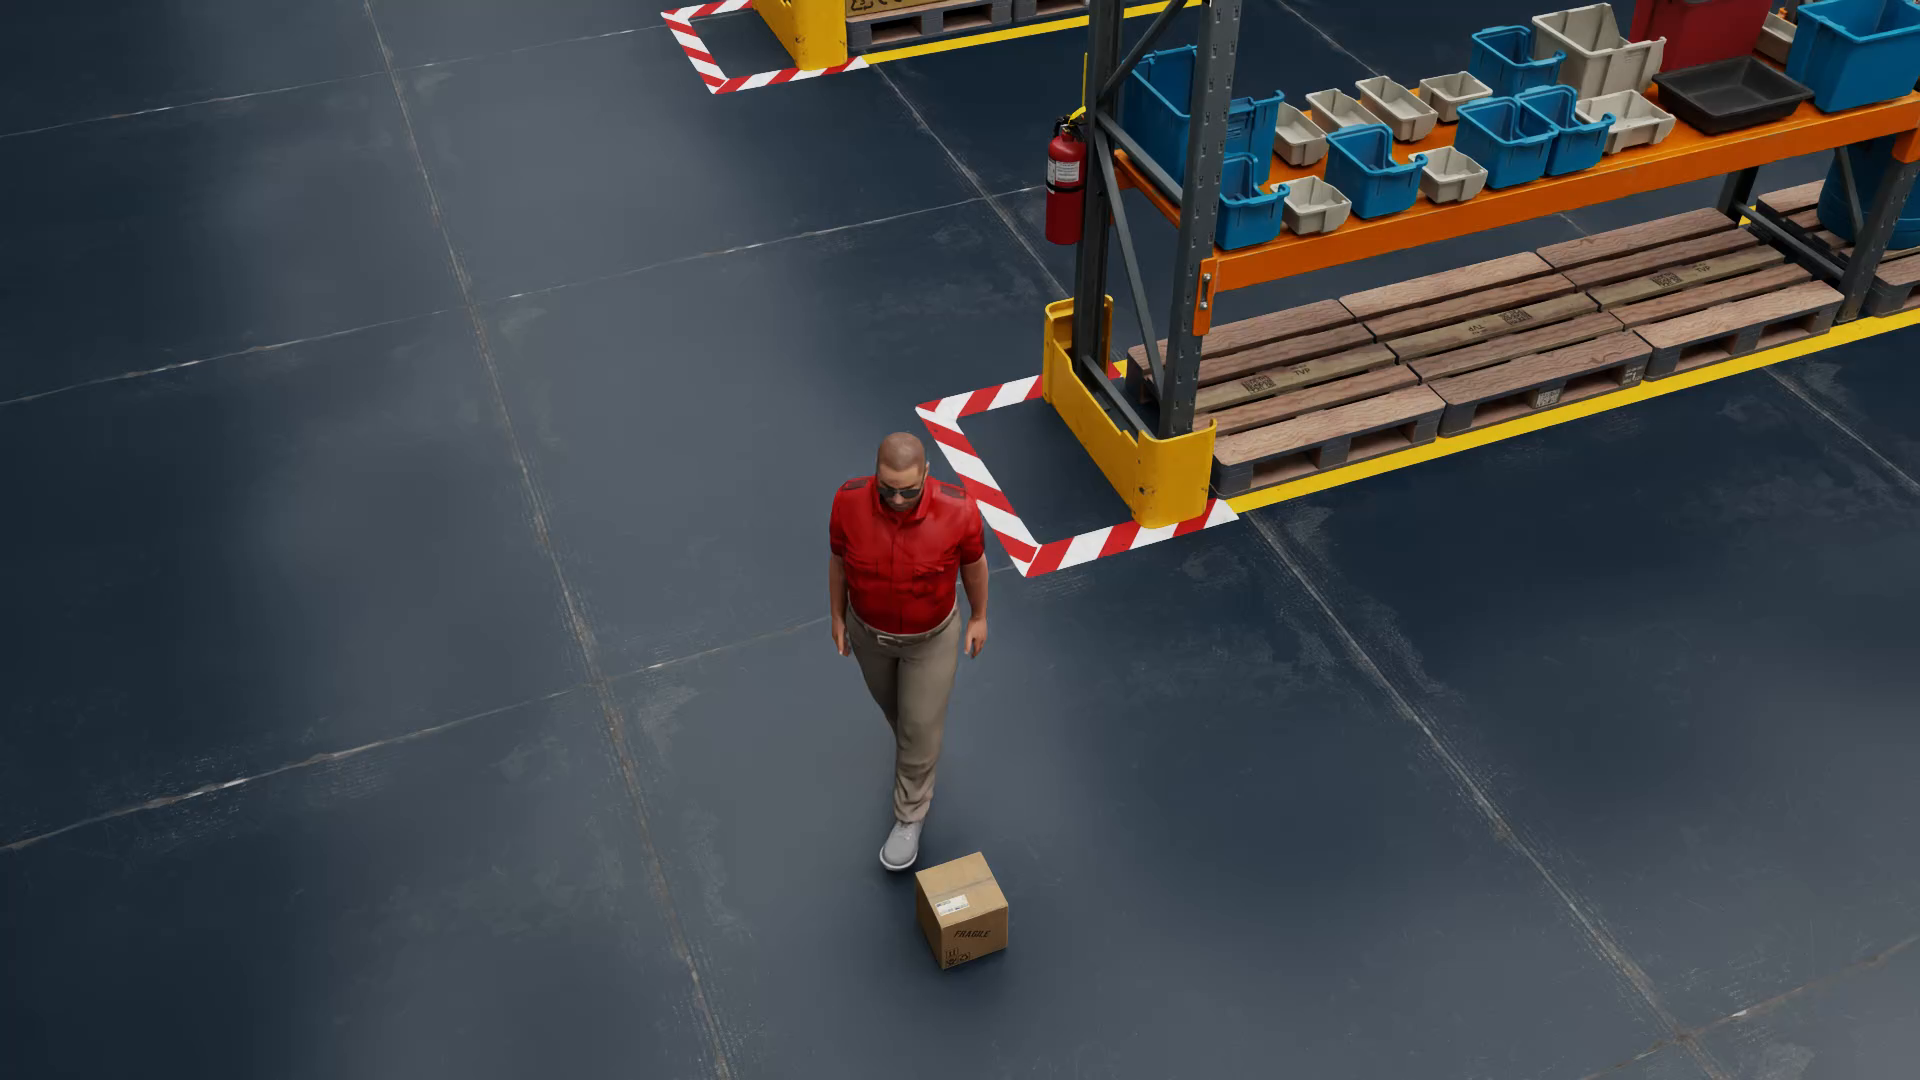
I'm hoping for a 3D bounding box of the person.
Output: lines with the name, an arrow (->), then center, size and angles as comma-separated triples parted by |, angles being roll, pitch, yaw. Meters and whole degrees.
person -> -0.205, 0.354, 5.770 | 0.550, 1.712, 0.770 | 8, 42, 9
